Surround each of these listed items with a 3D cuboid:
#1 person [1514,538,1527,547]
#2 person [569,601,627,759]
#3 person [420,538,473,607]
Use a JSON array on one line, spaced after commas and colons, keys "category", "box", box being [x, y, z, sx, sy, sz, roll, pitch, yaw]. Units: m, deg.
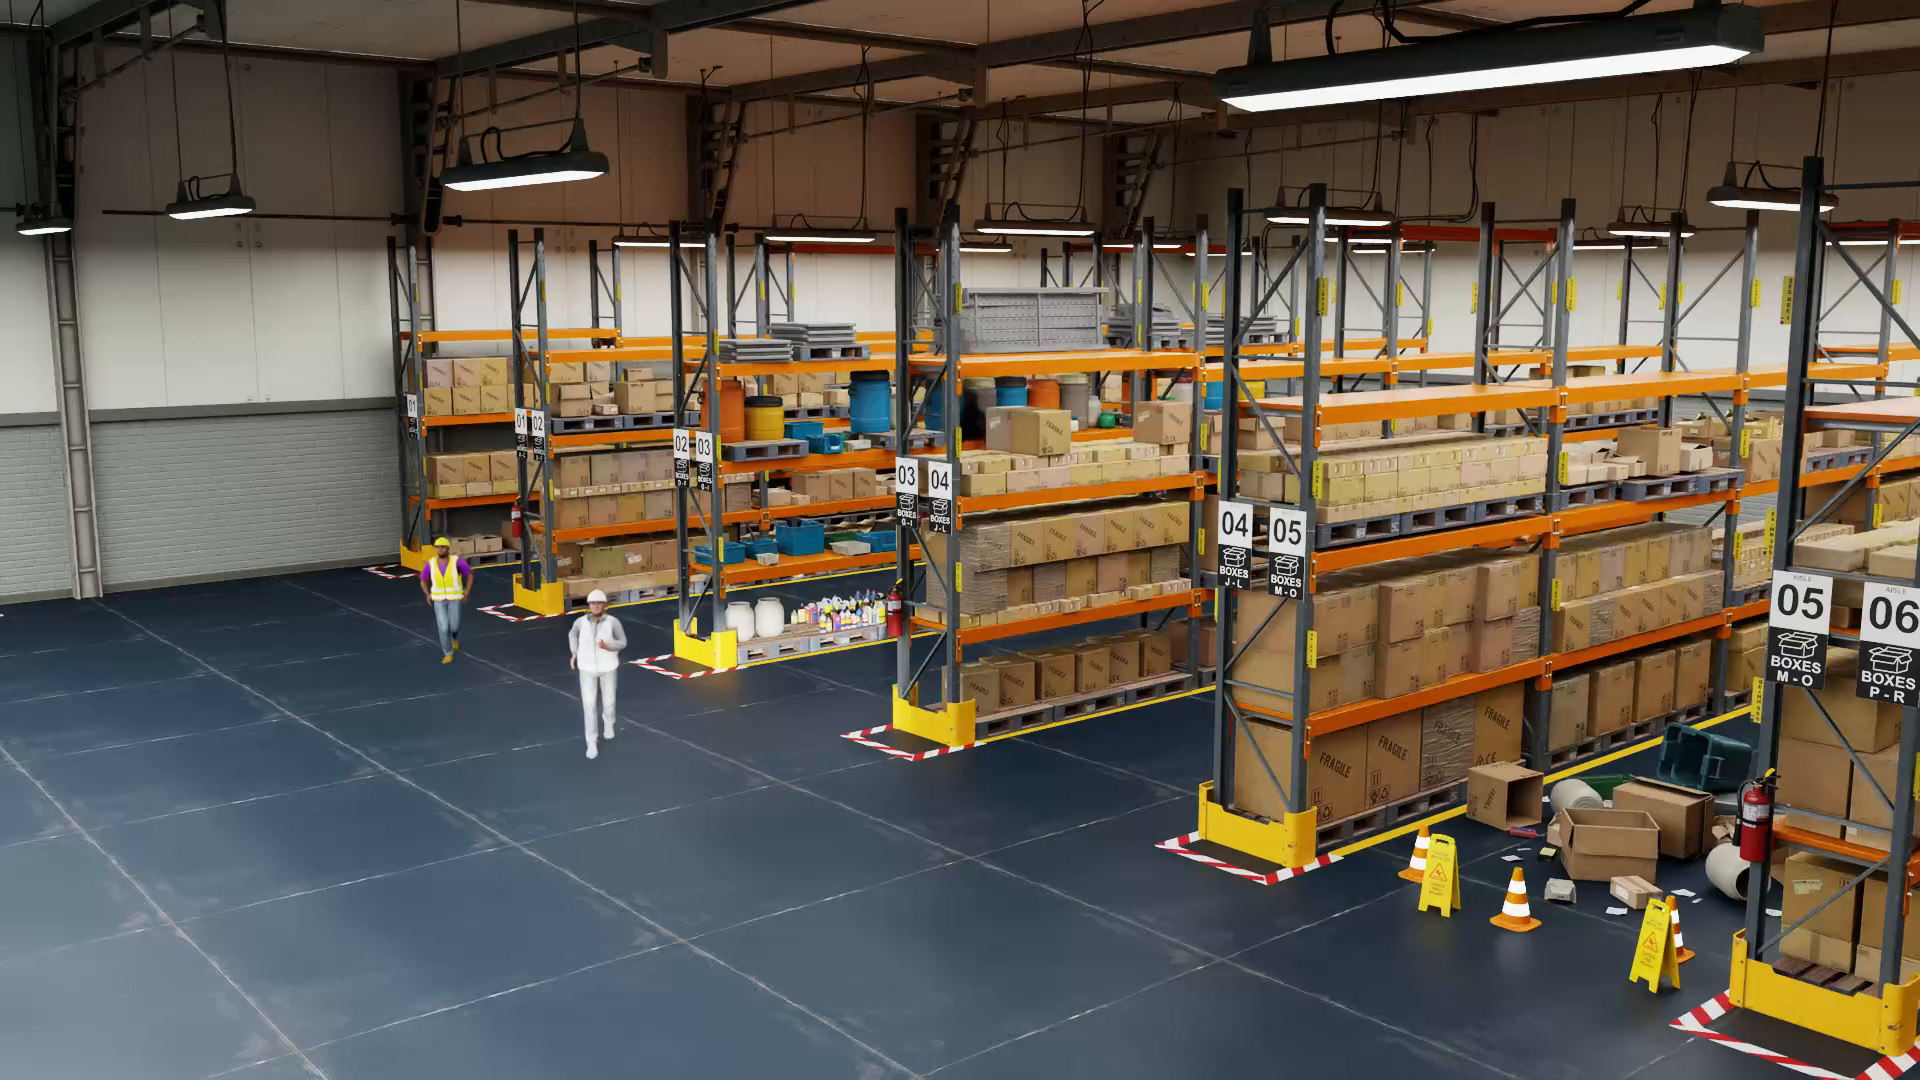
[{"category": "person", "box": [7.867, 0.746, 23.427, 0.699, 1.701, 0.758, 7, 11, 39]}, {"category": "person", "box": [-4.024, 1.464, 18.510, 0.645, 1.738, 0.917, -2, 9, -10]}, {"category": "person", "box": [-7.045, 0.428, 22.756, 0.698, 0.926, 0.413, -2, 9, -11]}]
